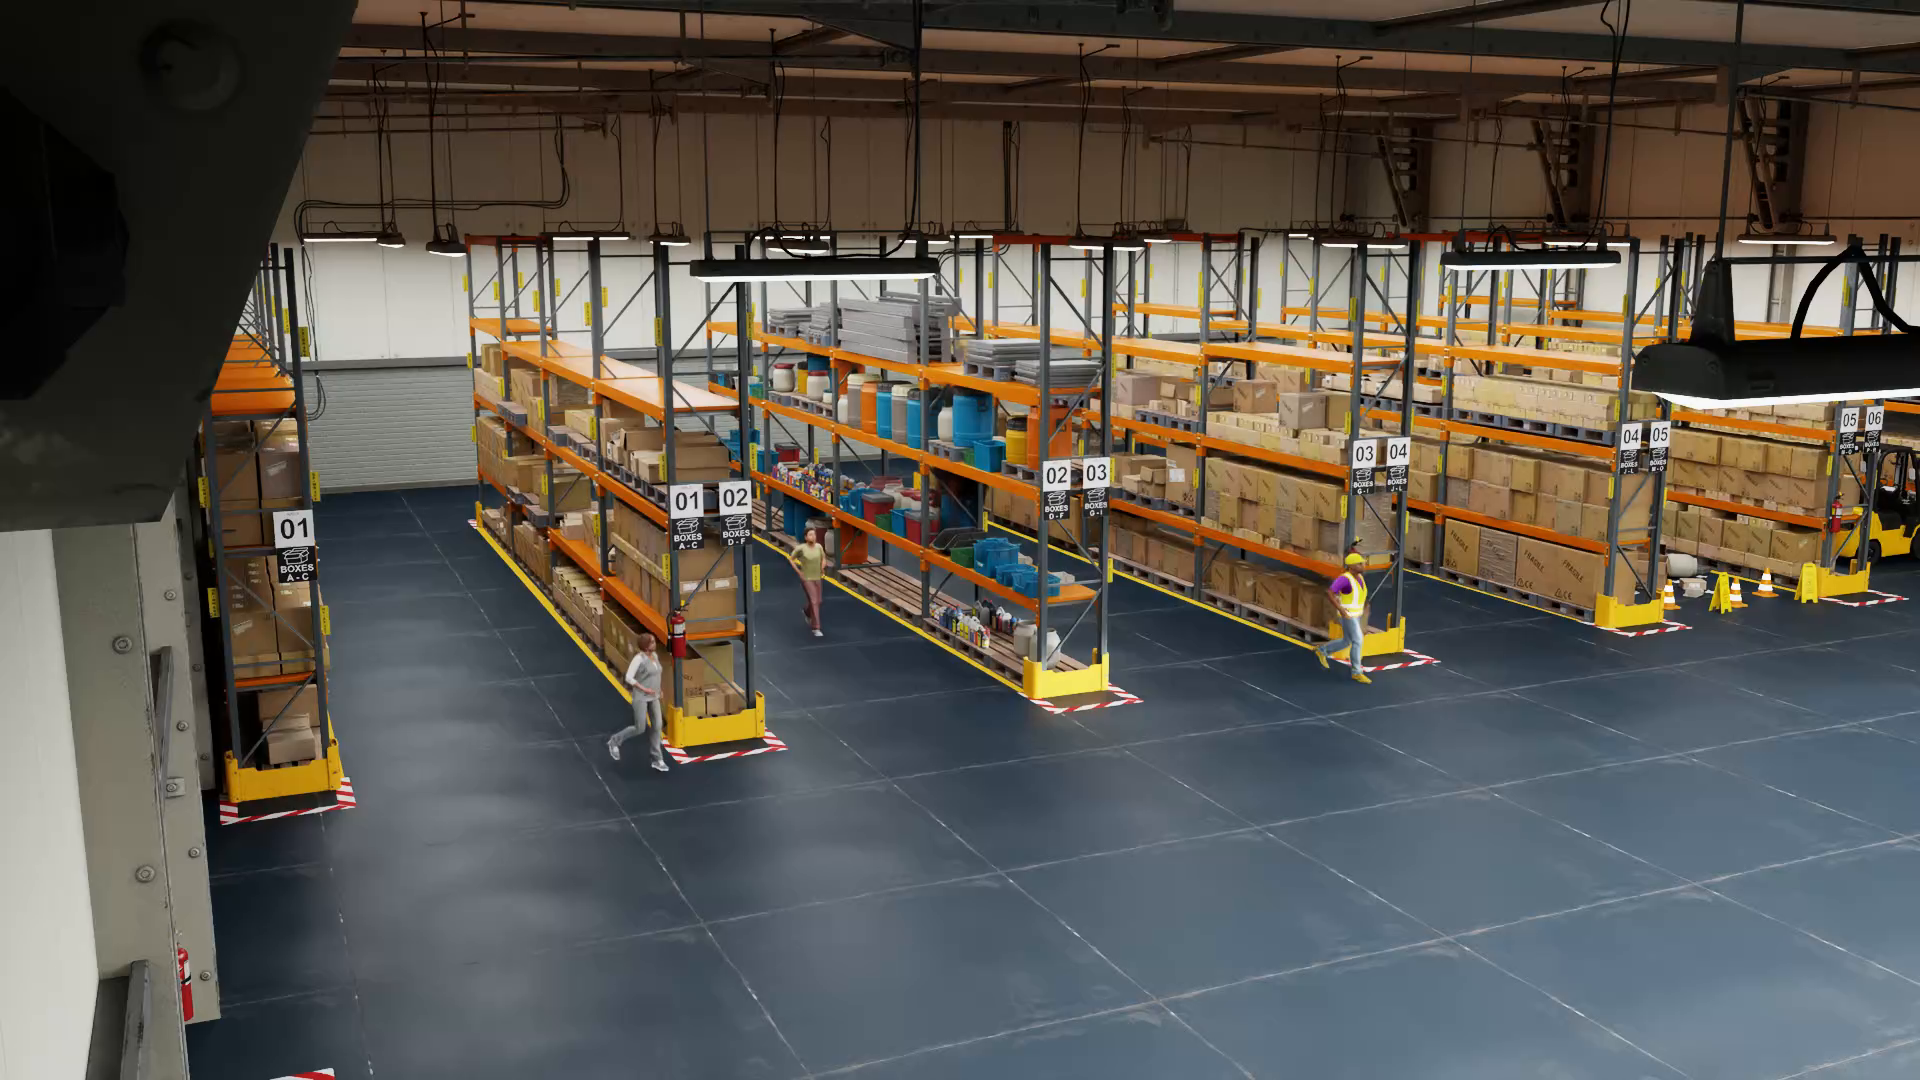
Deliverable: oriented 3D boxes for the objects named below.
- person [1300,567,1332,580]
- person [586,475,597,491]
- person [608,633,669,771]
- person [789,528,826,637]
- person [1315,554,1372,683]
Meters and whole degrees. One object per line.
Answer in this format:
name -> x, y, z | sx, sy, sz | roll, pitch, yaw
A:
person -> 6.290, -0.242, 29.516 | 0.658, 1.772, 1.002 | -8, 13, -35
person -> -7.435, -1.127, 34.559 | 0.725, 1.688, 0.638 | 10, 15, 41
person -> -3.660, 1.855, 19.431 | 0.846, 1.556, 0.601 | 6, 12, 27
person -> -2.324, 0.614, 25.640 | 0.587, 1.658, 0.752 | -7, 13, -31
person -> 5.384, 1.049, 23.163 | 0.895, 1.773, 0.715 | 8, 13, 34
